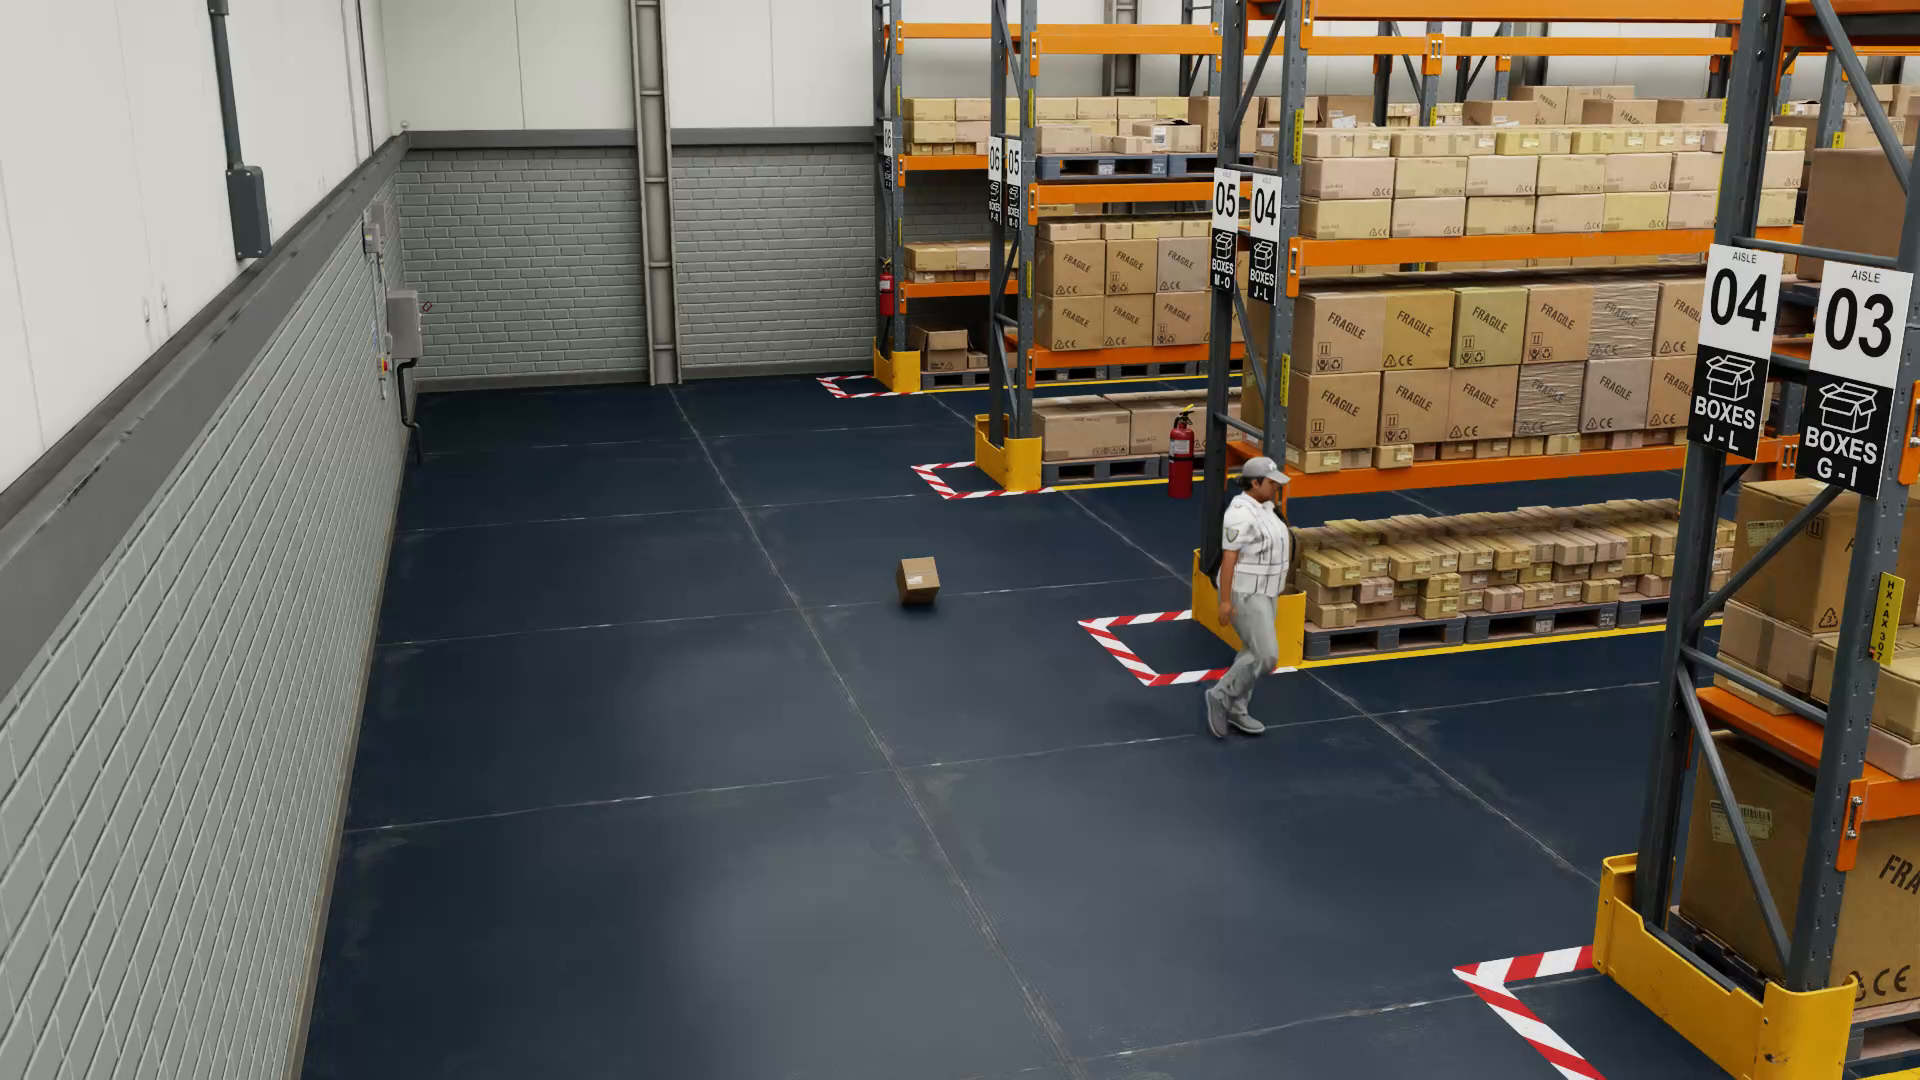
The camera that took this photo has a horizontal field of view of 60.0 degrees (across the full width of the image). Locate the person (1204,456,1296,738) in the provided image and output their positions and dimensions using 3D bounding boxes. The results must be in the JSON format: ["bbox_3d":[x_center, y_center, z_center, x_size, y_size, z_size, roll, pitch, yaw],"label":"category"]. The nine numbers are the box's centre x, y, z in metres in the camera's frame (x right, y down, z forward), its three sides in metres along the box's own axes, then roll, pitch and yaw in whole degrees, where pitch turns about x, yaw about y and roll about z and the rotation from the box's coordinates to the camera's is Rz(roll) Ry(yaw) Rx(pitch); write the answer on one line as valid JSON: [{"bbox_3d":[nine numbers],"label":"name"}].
[{"bbox_3d":[1.732,0.338,9.819,0.442,1.662,0.563,11,19,33],"label":"person"}]
